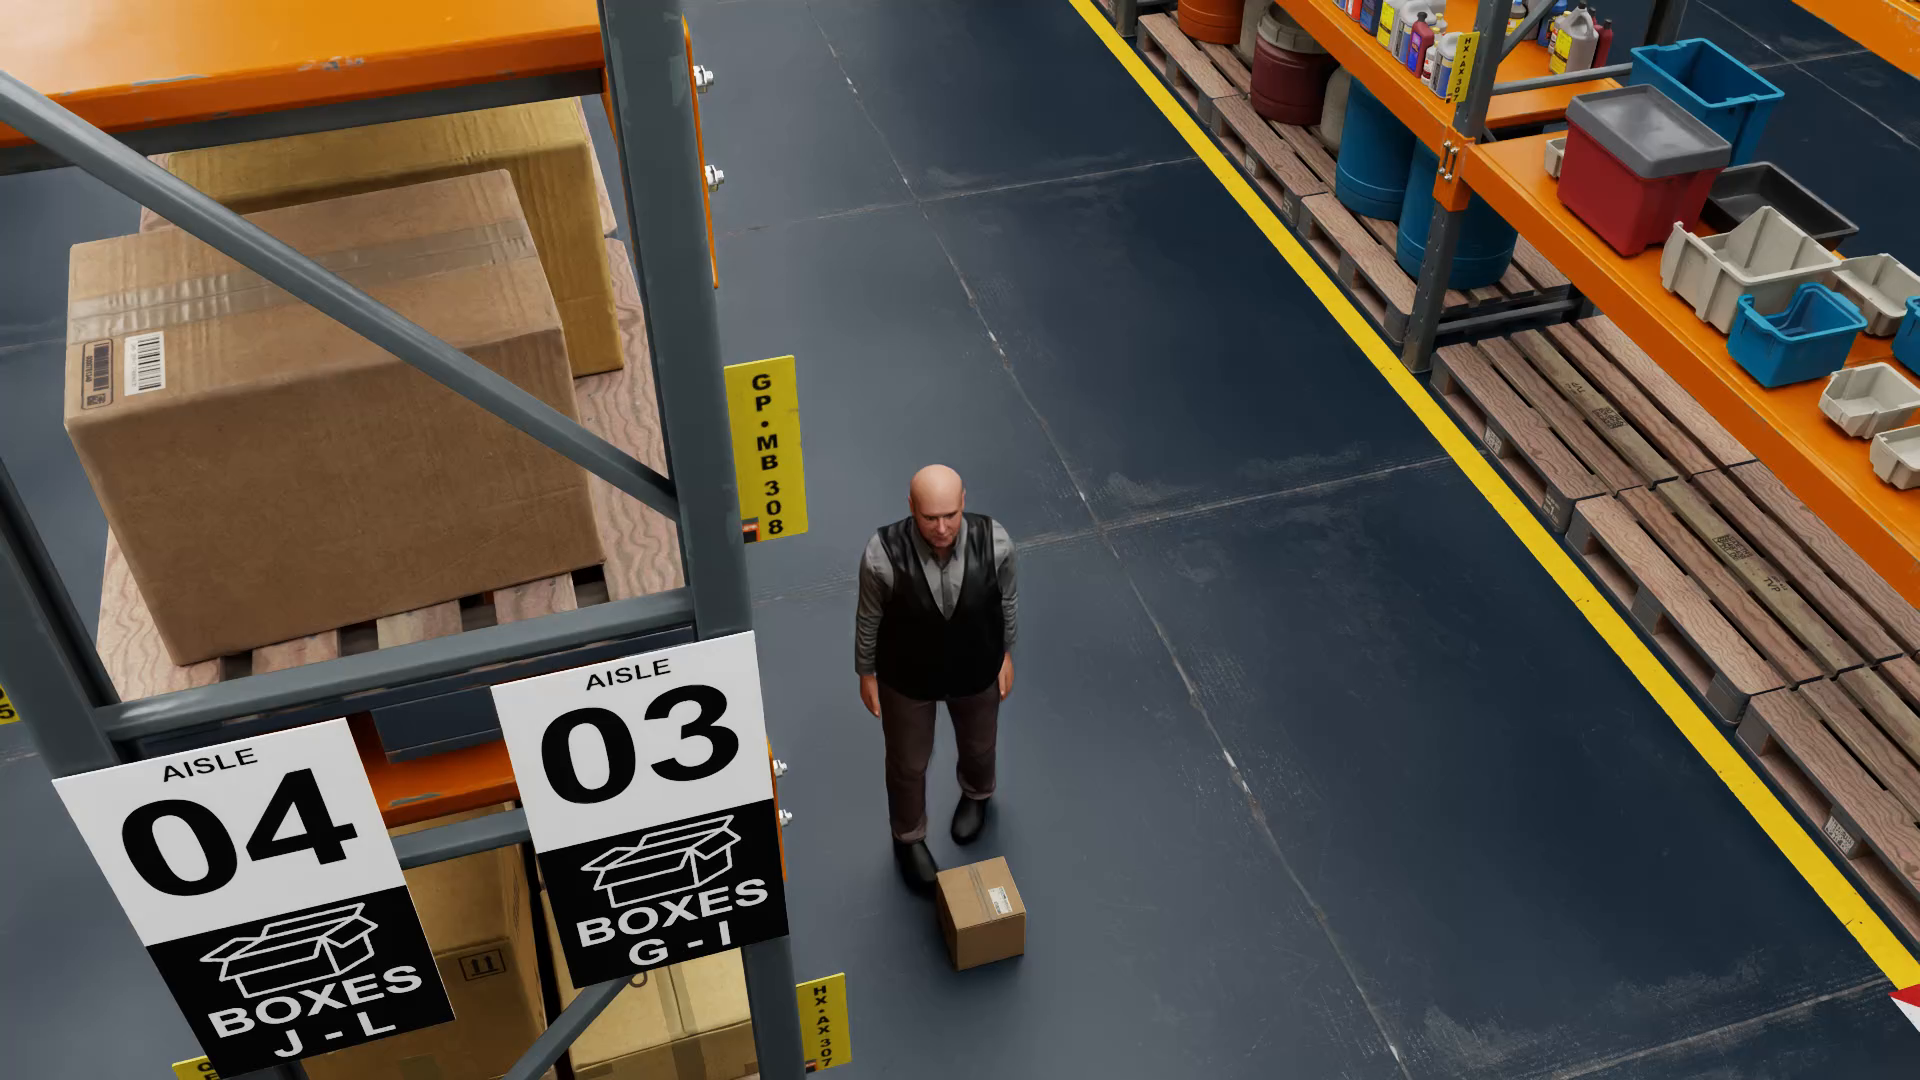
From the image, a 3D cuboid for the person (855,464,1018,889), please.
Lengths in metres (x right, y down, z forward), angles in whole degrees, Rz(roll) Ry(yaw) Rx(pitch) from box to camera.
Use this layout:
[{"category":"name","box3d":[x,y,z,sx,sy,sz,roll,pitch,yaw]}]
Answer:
[{"category":"person","box3d":[-0.067,0.477,5.652,0.566,1.740,0.483,-8,43,-9]}]
